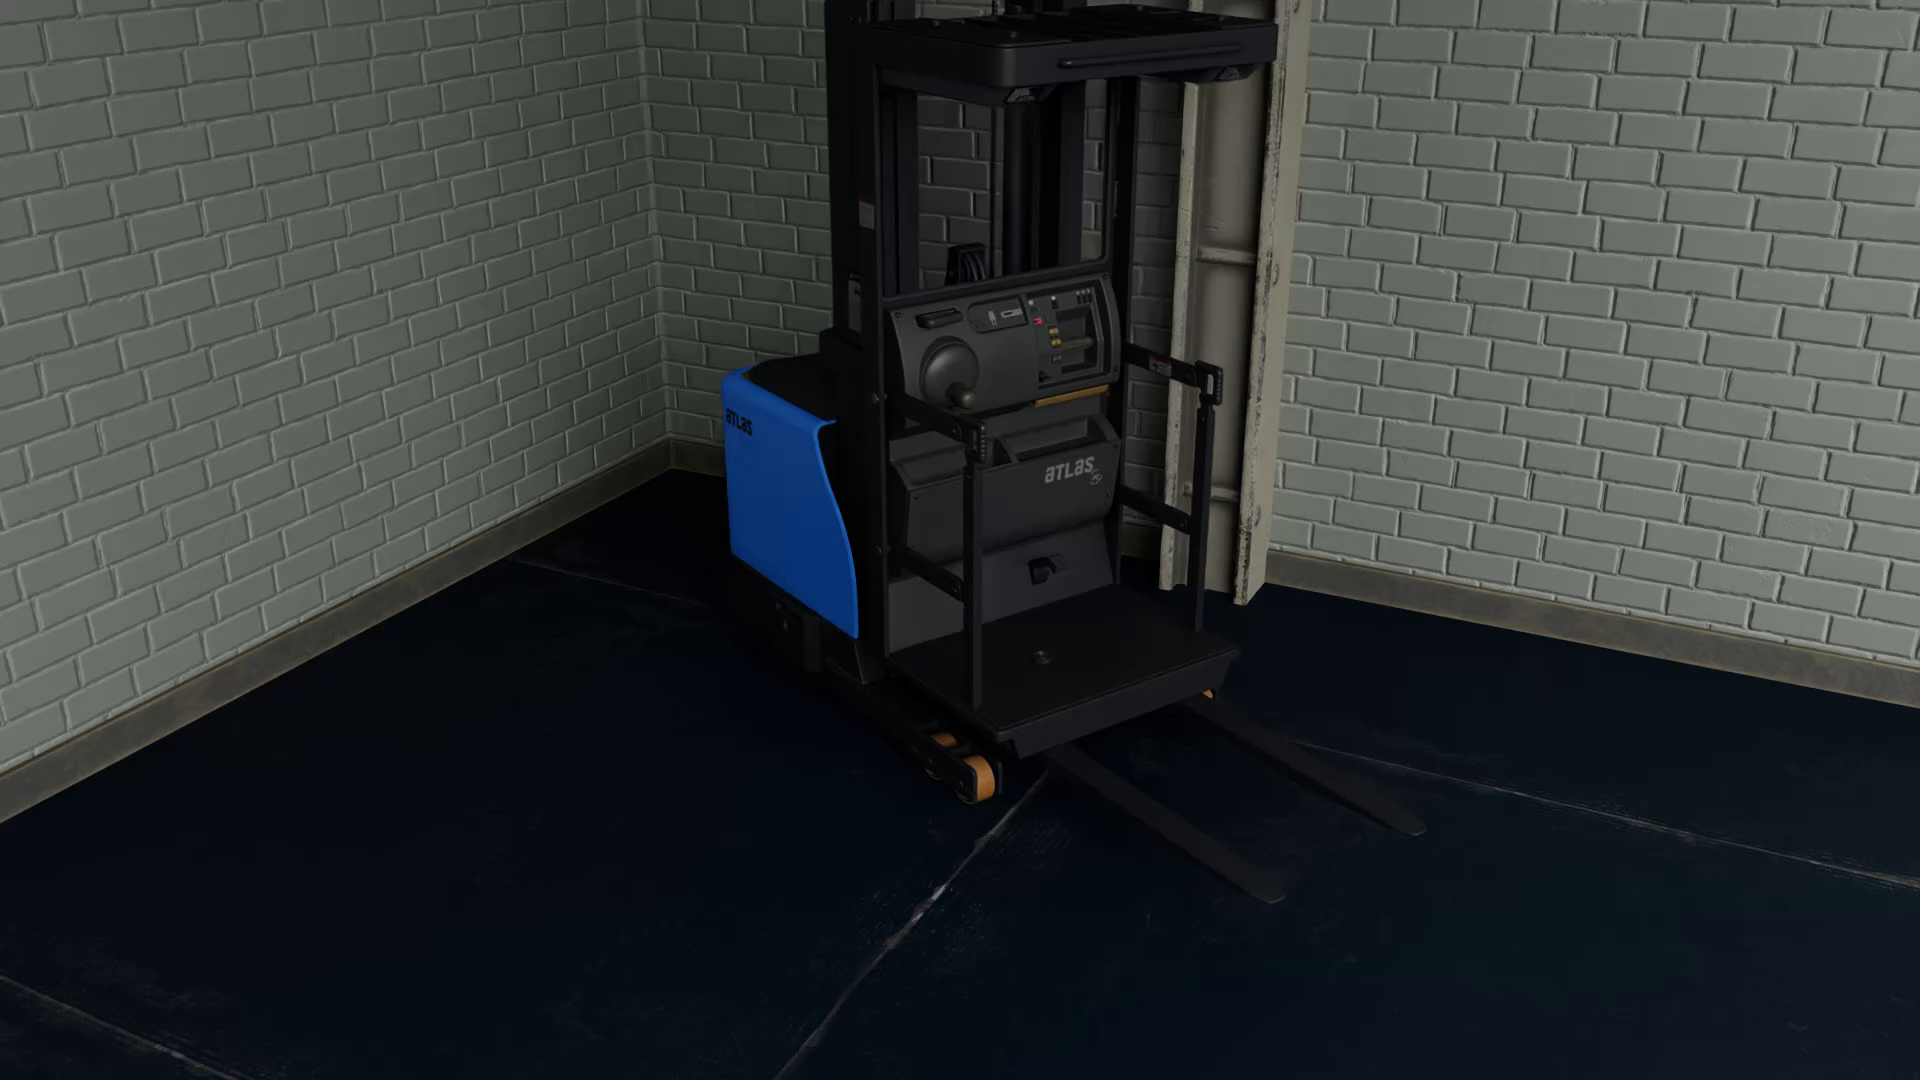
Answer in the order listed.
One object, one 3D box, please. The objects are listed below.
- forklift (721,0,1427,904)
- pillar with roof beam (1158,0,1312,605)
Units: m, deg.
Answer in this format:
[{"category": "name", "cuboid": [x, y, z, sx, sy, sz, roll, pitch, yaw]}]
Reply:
[{"category": "forklift", "cuboid": [0.293, -0.667, 5.574, 1.130, 2.935, 3.031, -15, 27, -32]}, {"category": "pillar with roof beam", "cuboid": [-0.834, -2.447, 2.004, 0.400, 9.000, 9.100, 11, 25, 25]}]
